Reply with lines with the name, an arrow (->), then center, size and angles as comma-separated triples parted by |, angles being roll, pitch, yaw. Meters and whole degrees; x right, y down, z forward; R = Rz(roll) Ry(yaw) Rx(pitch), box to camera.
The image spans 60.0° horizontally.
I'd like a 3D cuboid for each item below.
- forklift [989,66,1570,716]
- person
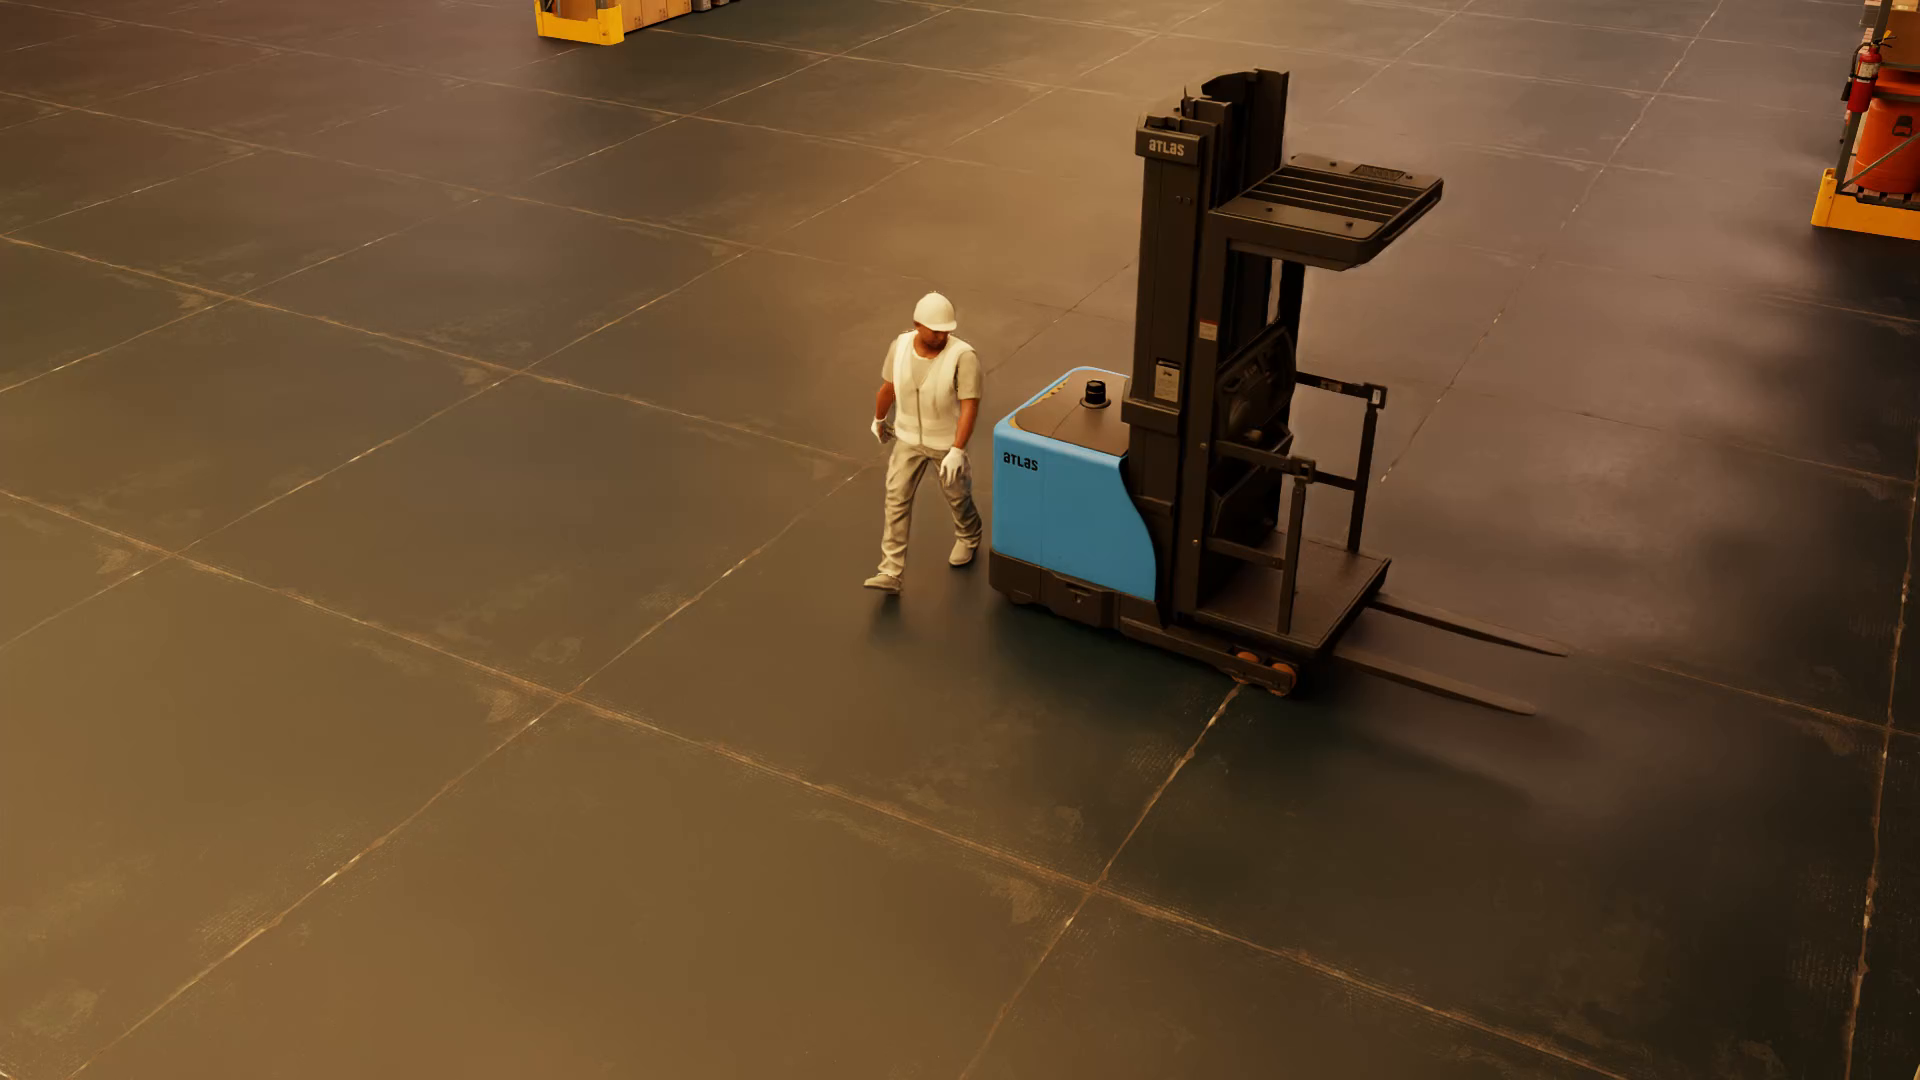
forklift -> 1.684, -0.768, 8.401 | 3.031, 2.935, 1.130 | 17, 34, 27
person -> -0.232, -0.534, 9.214 | 0.723, 1.733, 0.912 | 11, 32, 18
